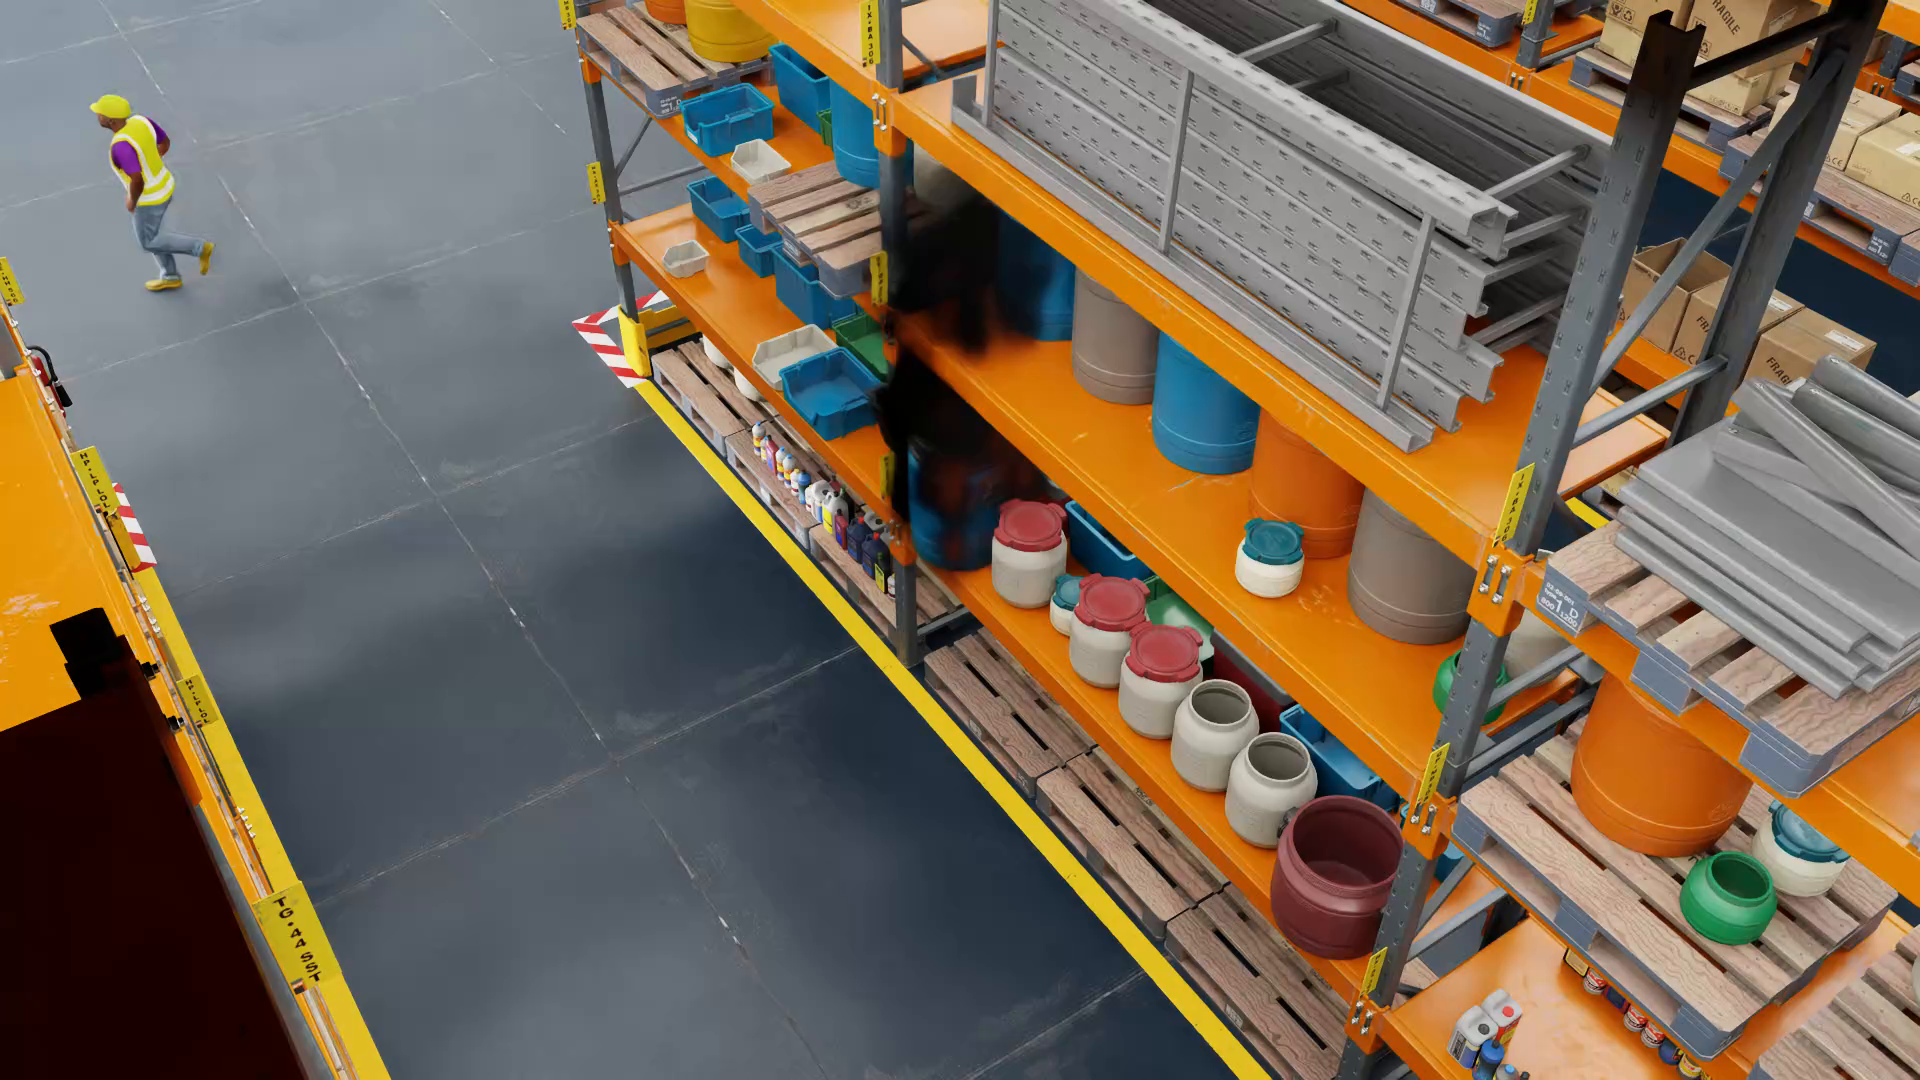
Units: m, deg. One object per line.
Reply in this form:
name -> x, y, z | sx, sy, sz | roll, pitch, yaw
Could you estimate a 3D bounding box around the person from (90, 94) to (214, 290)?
person -> -6.562, -2.833, 13.581 | 0.686, 1.729, 0.723 | -1, 43, -1
